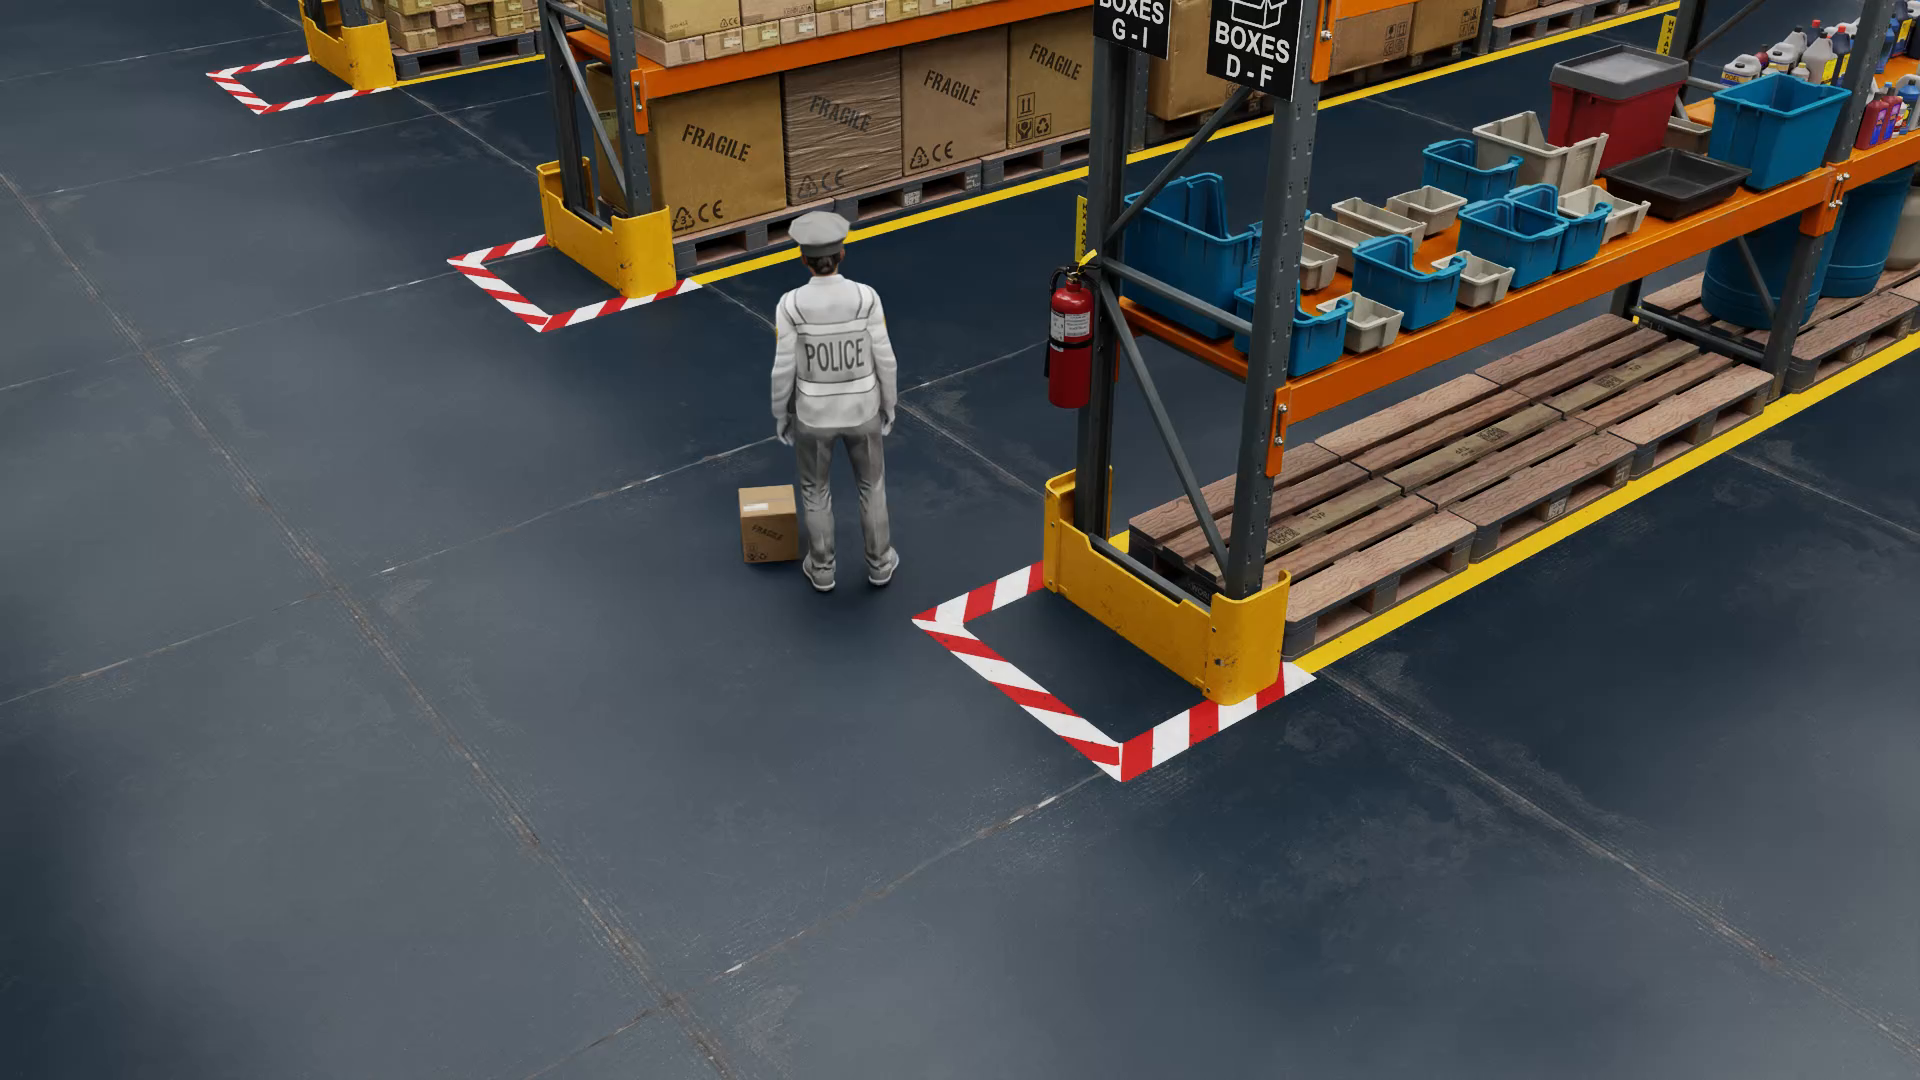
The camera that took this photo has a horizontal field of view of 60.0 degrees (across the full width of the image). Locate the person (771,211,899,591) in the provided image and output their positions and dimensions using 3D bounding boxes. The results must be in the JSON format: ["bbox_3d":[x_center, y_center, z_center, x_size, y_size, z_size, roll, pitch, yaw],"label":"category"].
[{"bbox_3d":[-0.524,-0.535,6.979,0.530,1.661,0.375,-5,33,-8],"label":"person"}]
